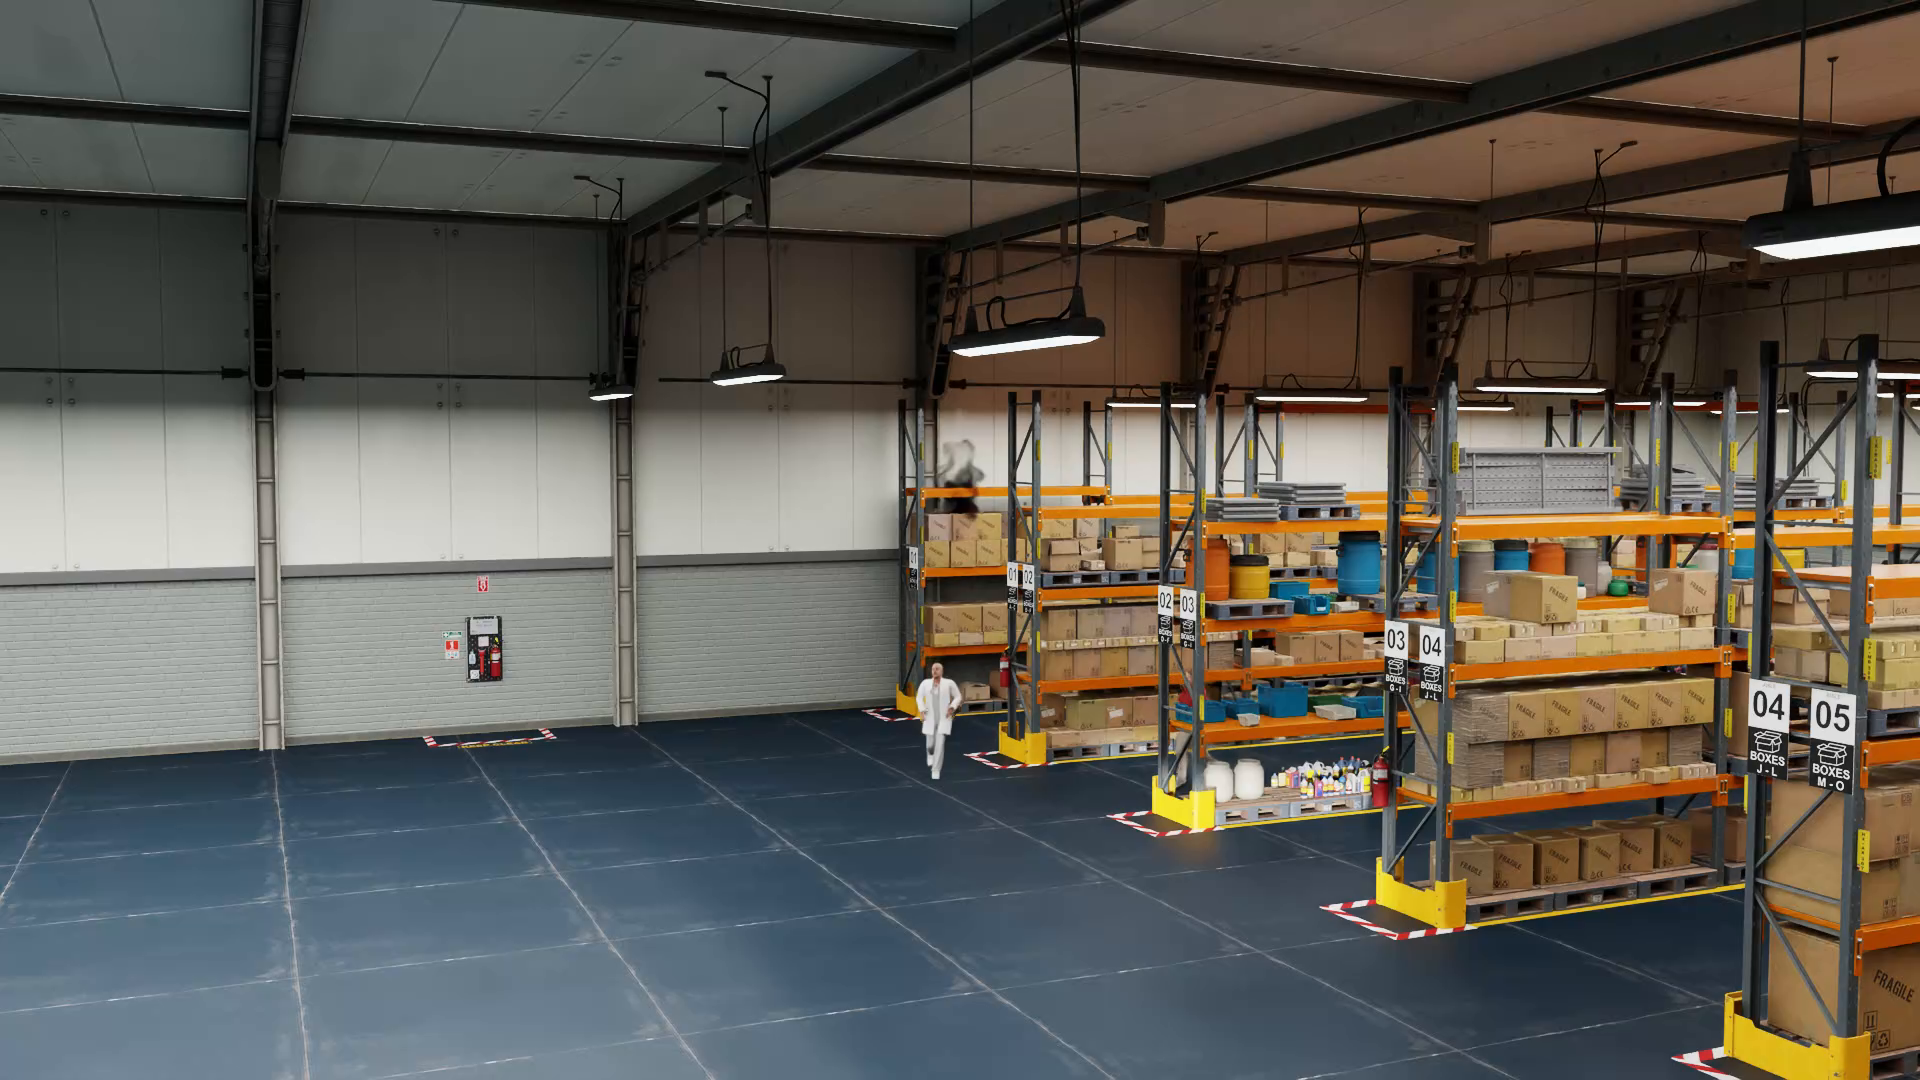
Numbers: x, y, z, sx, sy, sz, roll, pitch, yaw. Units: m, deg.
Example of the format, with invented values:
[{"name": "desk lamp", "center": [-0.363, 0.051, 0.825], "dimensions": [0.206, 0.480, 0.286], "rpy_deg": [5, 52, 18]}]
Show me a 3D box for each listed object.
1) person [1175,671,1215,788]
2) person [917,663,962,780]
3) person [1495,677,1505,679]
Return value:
[{"name": "person", "center": [3.541, 2.839, 24.965], "dimensions": [0.870, 1.760, 0.657], "rpy_deg": [-2, 4, -32]}, {"name": "person", "center": [-0.323, 2.795, 25.641], "dimensions": [0.712, 1.693, 0.735], "rpy_deg": [0, 3, 8]}, {"name": "person", "center": [8.834, 2.693, 26.843], "dimensions": [0.939, 1.711, 0.656], "rpy_deg": [-2, 4, -25]}]
